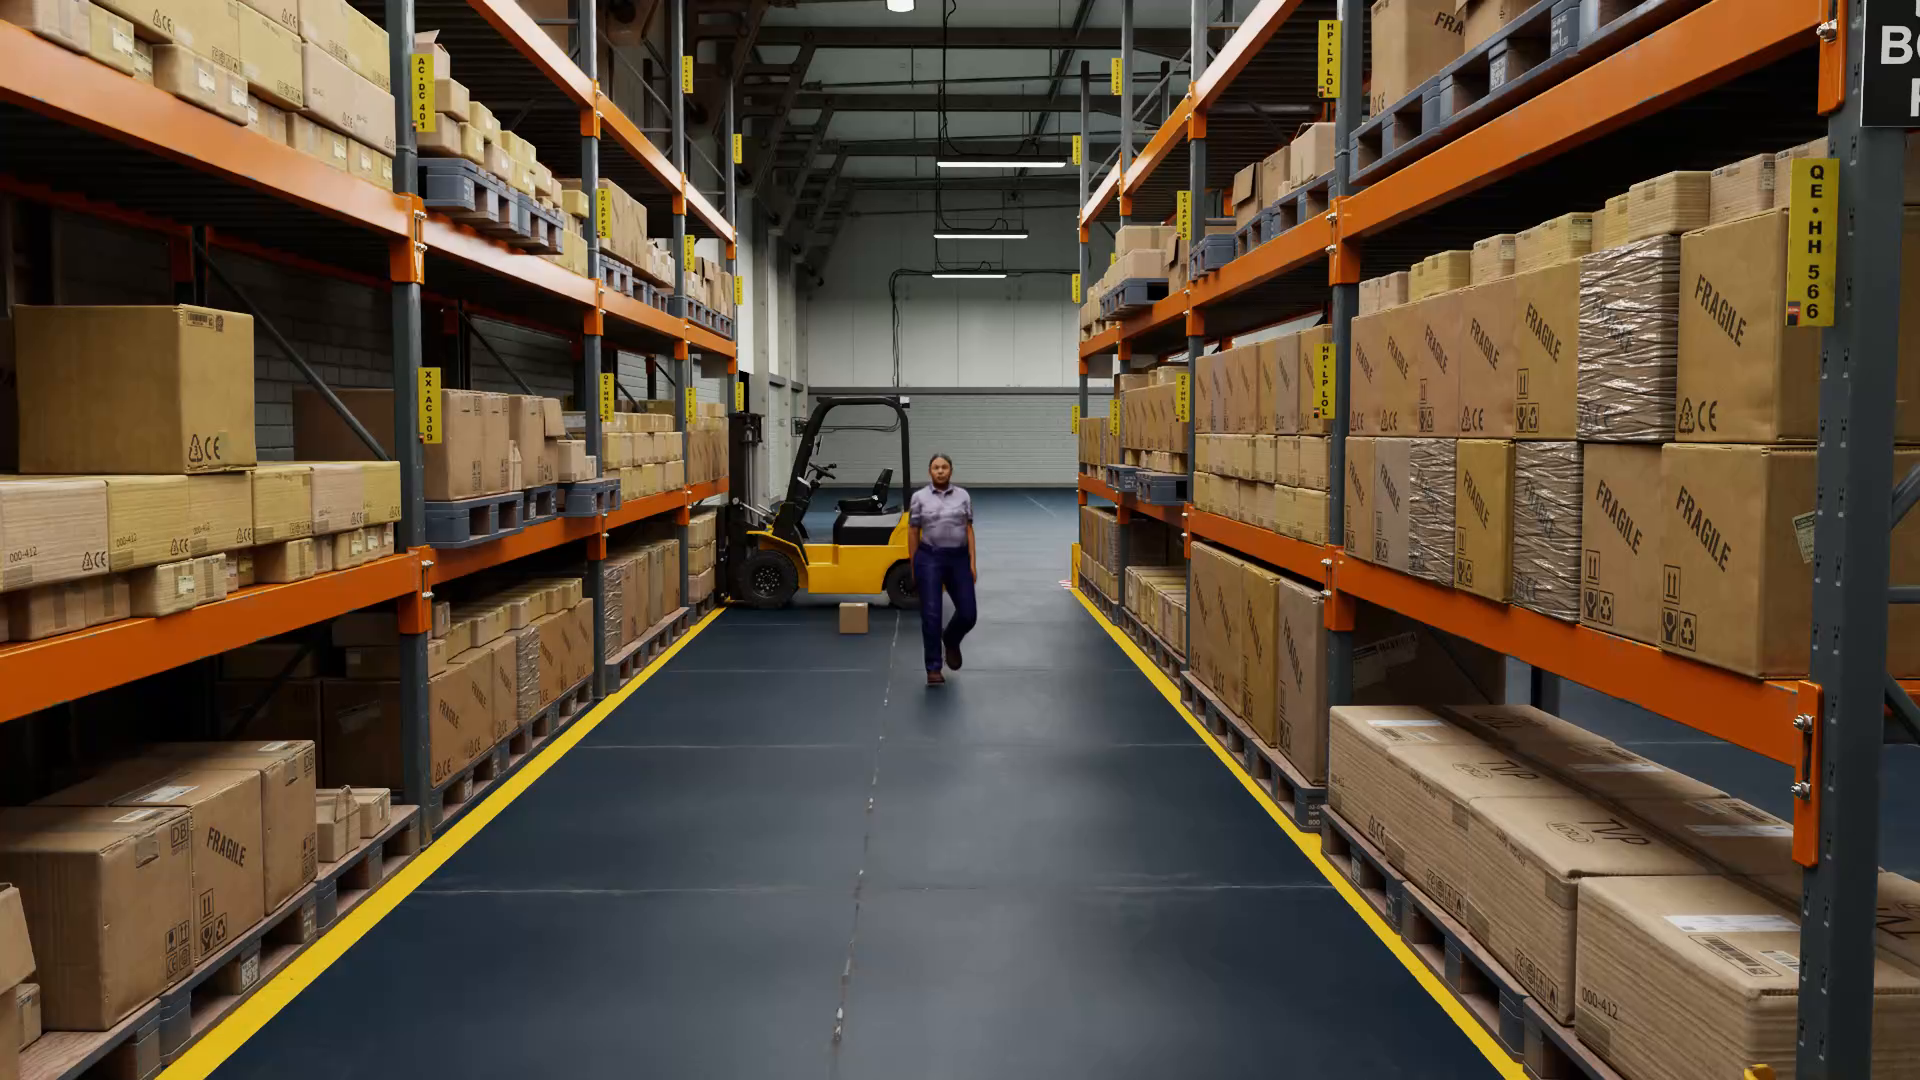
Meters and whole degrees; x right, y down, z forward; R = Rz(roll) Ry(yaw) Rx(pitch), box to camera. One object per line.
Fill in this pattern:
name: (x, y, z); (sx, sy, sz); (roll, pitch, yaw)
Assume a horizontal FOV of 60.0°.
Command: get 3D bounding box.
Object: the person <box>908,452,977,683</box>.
person: (-0.129, 0.194, 11.969); (0.491, 1.619, 0.559); (-1, 4, -11)
